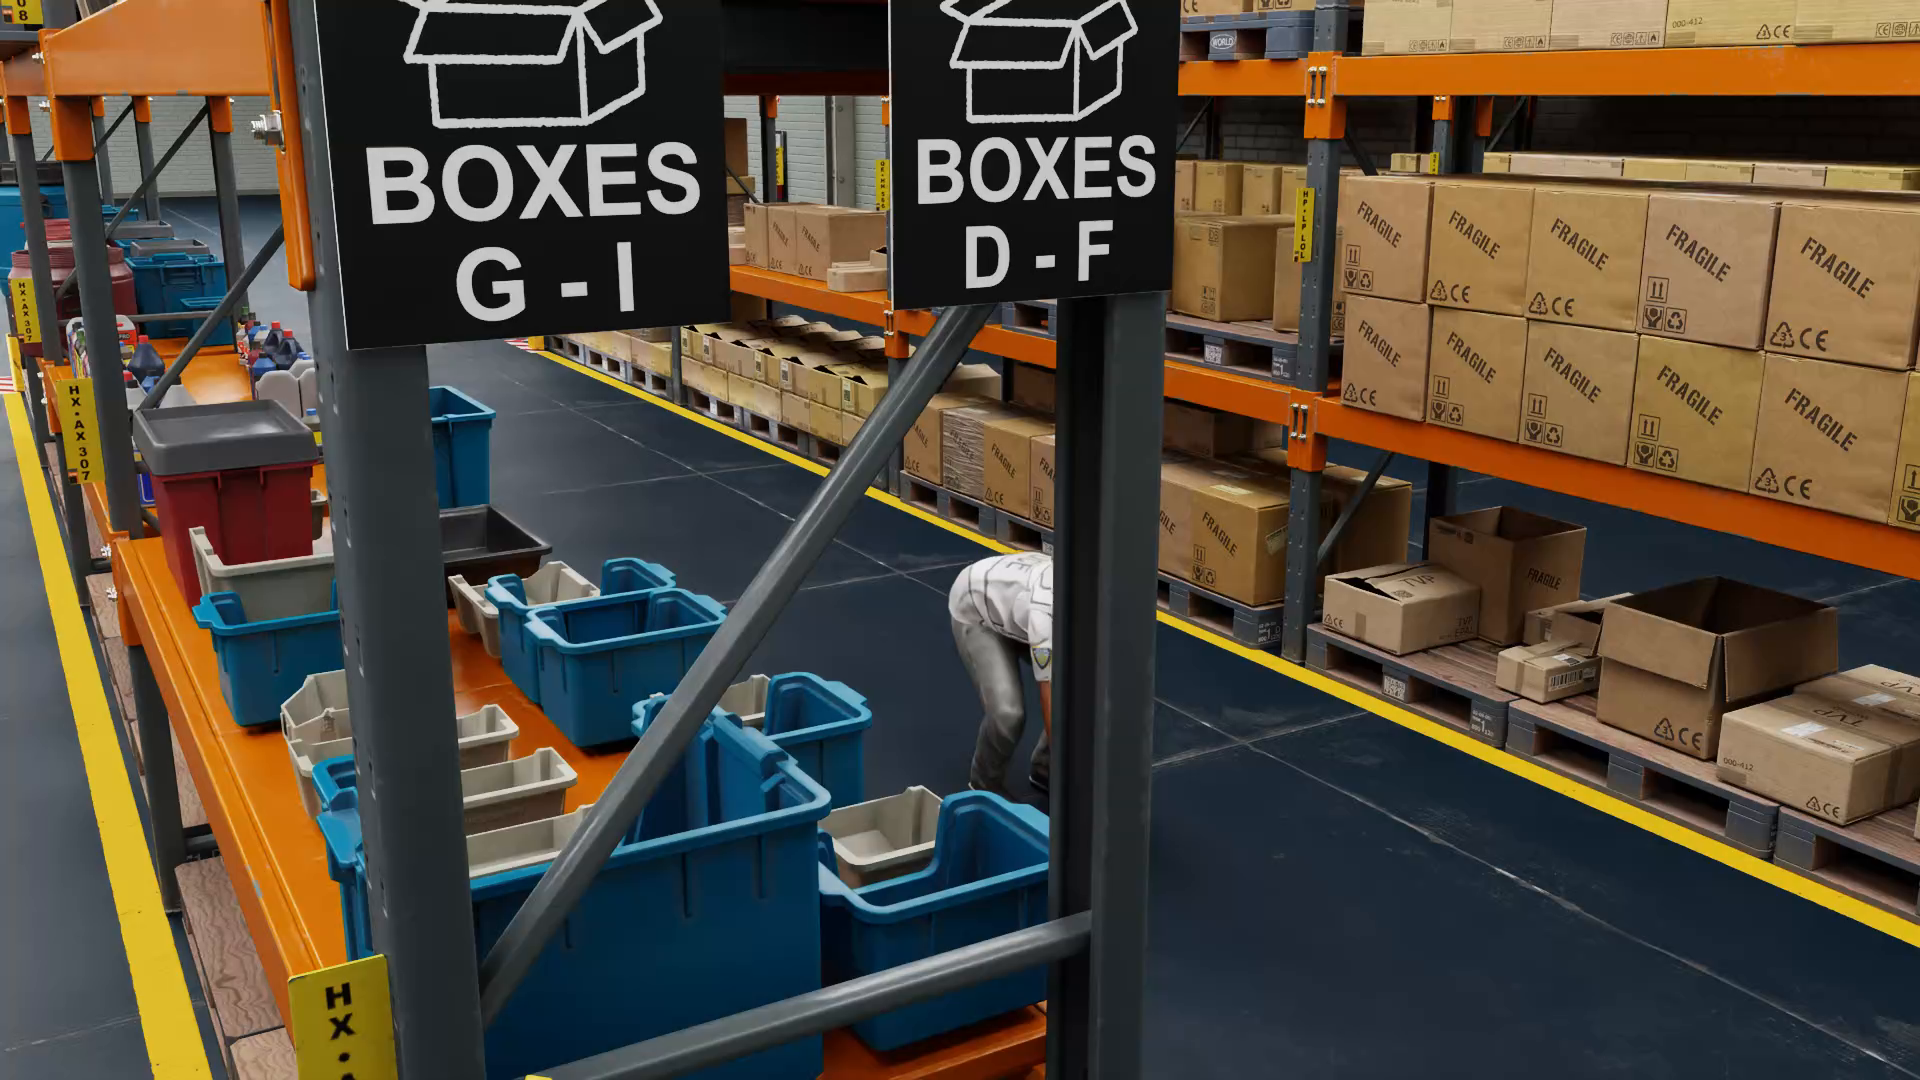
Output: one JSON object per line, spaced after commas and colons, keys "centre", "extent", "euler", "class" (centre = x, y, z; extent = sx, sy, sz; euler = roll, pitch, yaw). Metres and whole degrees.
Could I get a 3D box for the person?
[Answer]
{"centre": [0.335, 0.546, 6.238], "extent": [0.501, 1.014, 0.938], "euler": [-10, 18, -32], "class": "person"}
